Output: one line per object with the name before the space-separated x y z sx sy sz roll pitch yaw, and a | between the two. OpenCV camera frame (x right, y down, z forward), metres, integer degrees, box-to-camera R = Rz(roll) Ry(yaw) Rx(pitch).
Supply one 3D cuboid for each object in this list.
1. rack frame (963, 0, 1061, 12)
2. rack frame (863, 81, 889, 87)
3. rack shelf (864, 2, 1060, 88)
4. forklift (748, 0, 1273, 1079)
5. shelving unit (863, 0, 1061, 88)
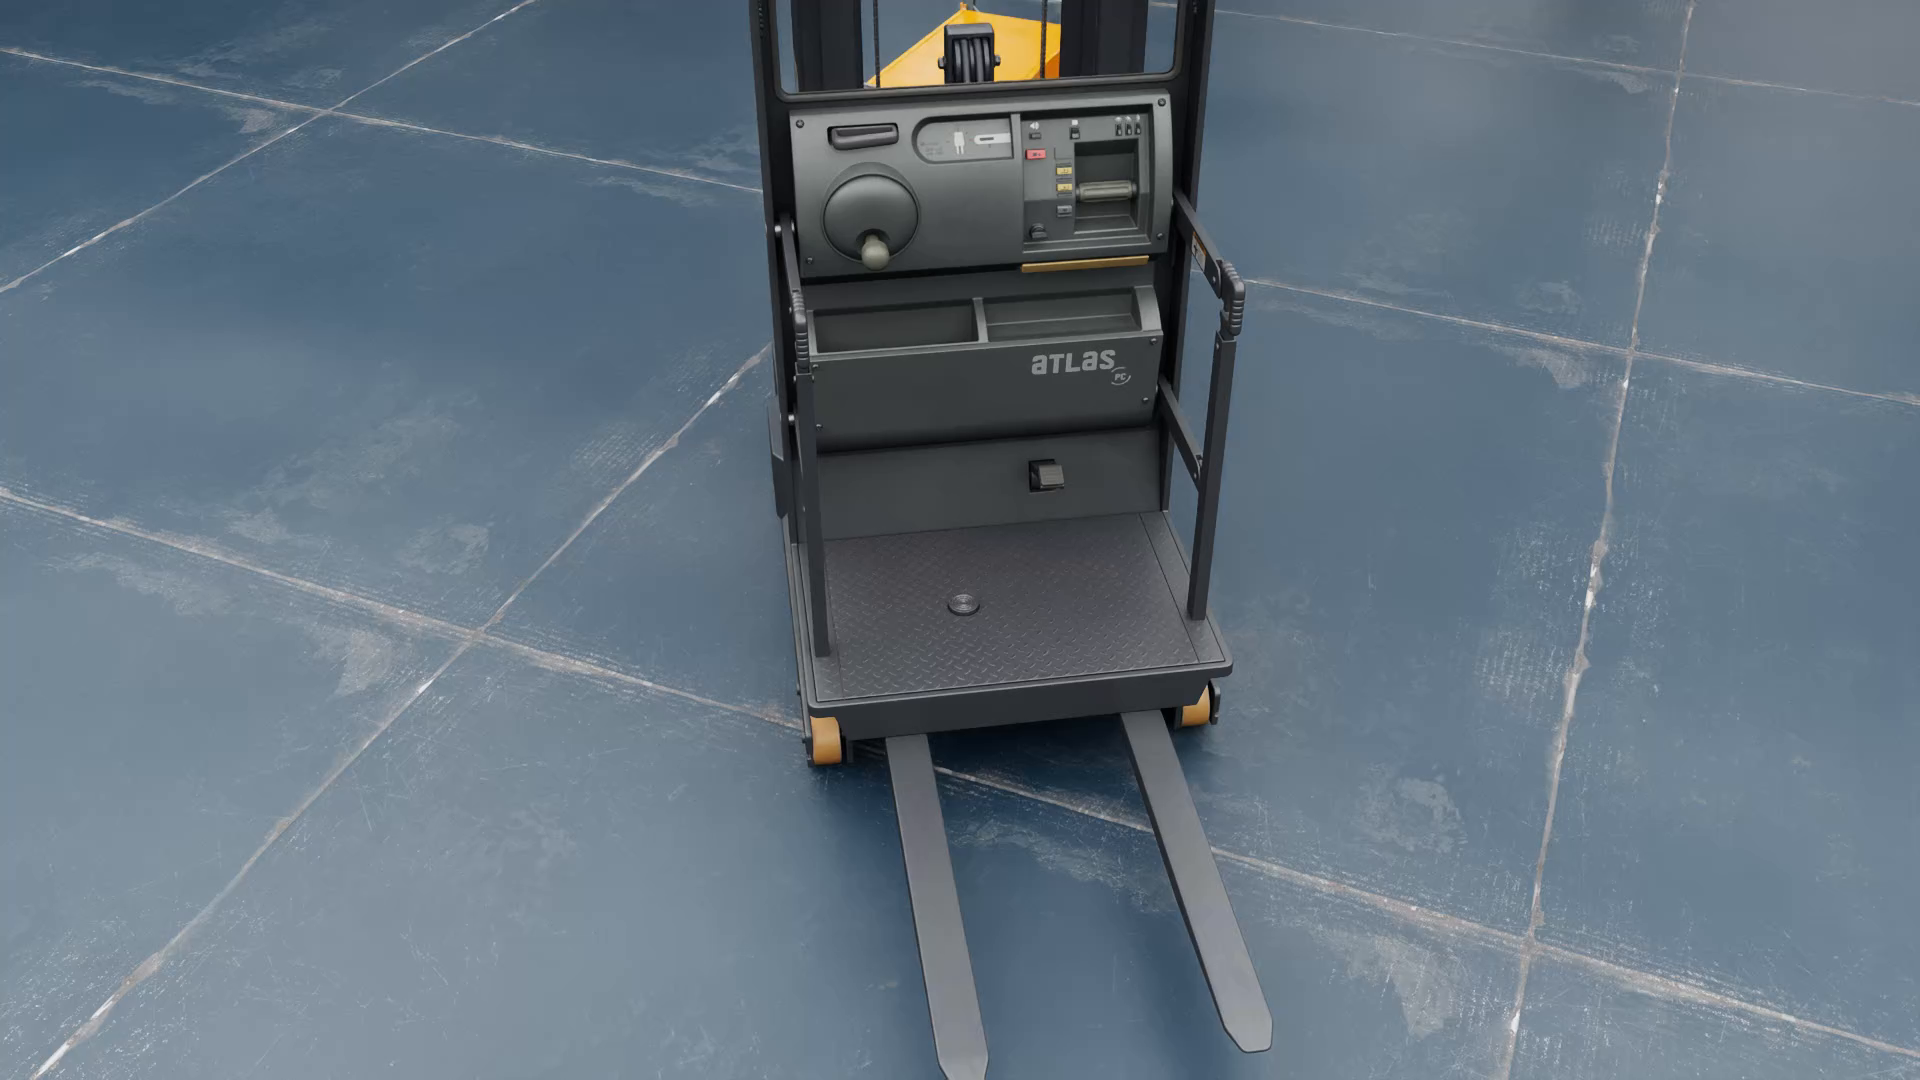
rack frame | 0.245 -1.646 6.513 0.500 1.125 0.032 15 39 19
rack frame | -0.171 -1.091 5.770 0.500 1.125 0.032 15 39 19
rack shelf | 0.037 -1.603 5.966 0.538 0.278 1.000 15 39 19
forklift | 0.093 -0.803 3.876 1.130 2.935 3.031 -5 37 -7
shelving unit | 0.037 -1.369 6.141 0.538 1.125 1.048 15 39 19
